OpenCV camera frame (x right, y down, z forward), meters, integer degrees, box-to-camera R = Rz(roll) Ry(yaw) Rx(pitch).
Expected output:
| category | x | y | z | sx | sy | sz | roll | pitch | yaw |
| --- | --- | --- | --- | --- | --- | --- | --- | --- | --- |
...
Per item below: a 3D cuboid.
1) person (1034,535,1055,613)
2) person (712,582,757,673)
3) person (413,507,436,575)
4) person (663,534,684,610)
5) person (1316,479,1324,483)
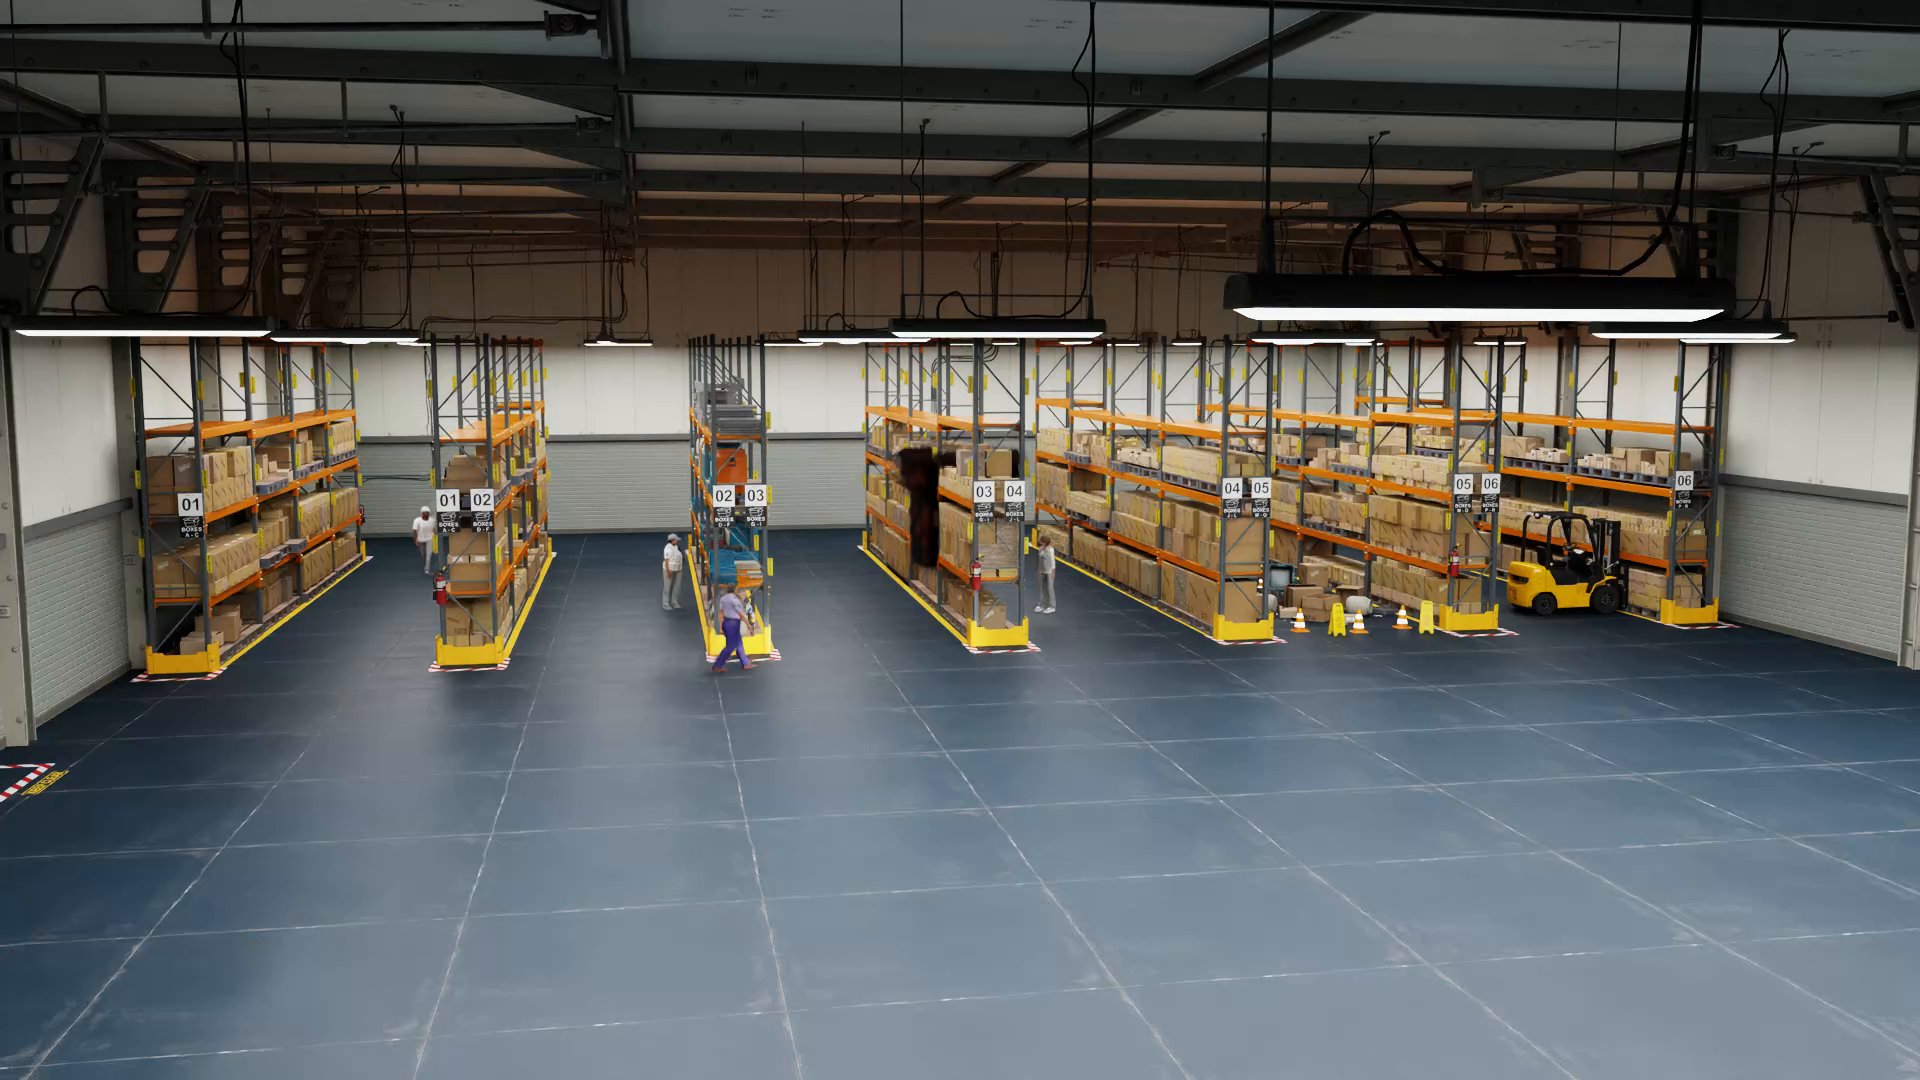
| category | x | y | z | sx | sy | sz | roll | pitch | yaw |
| --- | --- | --- | --- | --- | --- | --- | --- | --- | --- |
| person | 1.747 | 0.690 | 34.368 | 0.459 | 1.601 | 0.379 | 6 | 9 | 44 |
| person | -3.985 | 1.535 | 29.505 | 0.914 | 1.598 | 0.479 | -3 | 7 | -27 |
| person | -13.664 | 0.010 | 42.385 | 0.498 | 1.720 | 1.037 | 0 | 7 | -1 |
| person | -6.351 | 0.692 | 36.755 | 0.409 | 1.680 | 0.511 | 4 | 8 | 32 |
| person | 11.239 | -1.073 | 51.946 | 0.493 | 1.667 | 0.501 | -1 | 7 | -11 |
